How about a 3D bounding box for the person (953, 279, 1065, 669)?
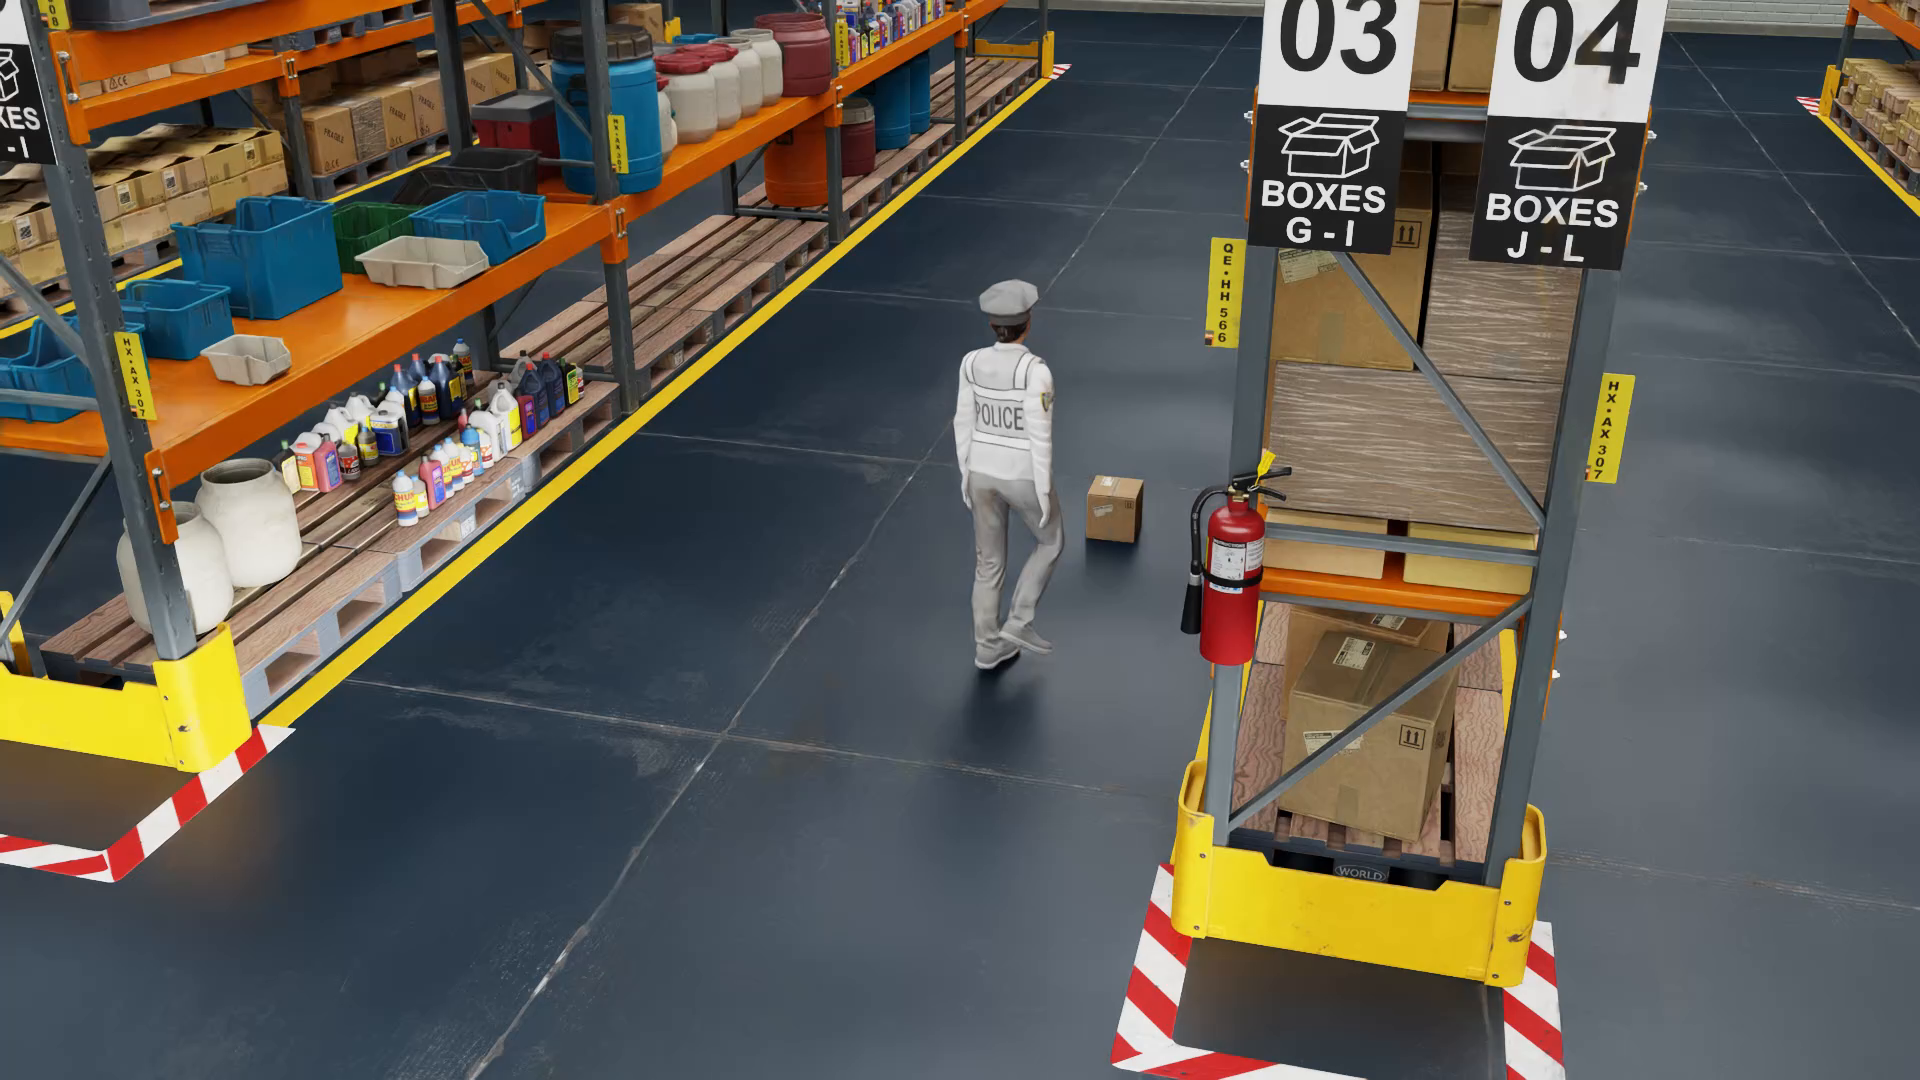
[{"bbox_3d":[0.193,-0.259,7.099,0.510,1.665,0.445,14,29,26],"label":"person"}]
